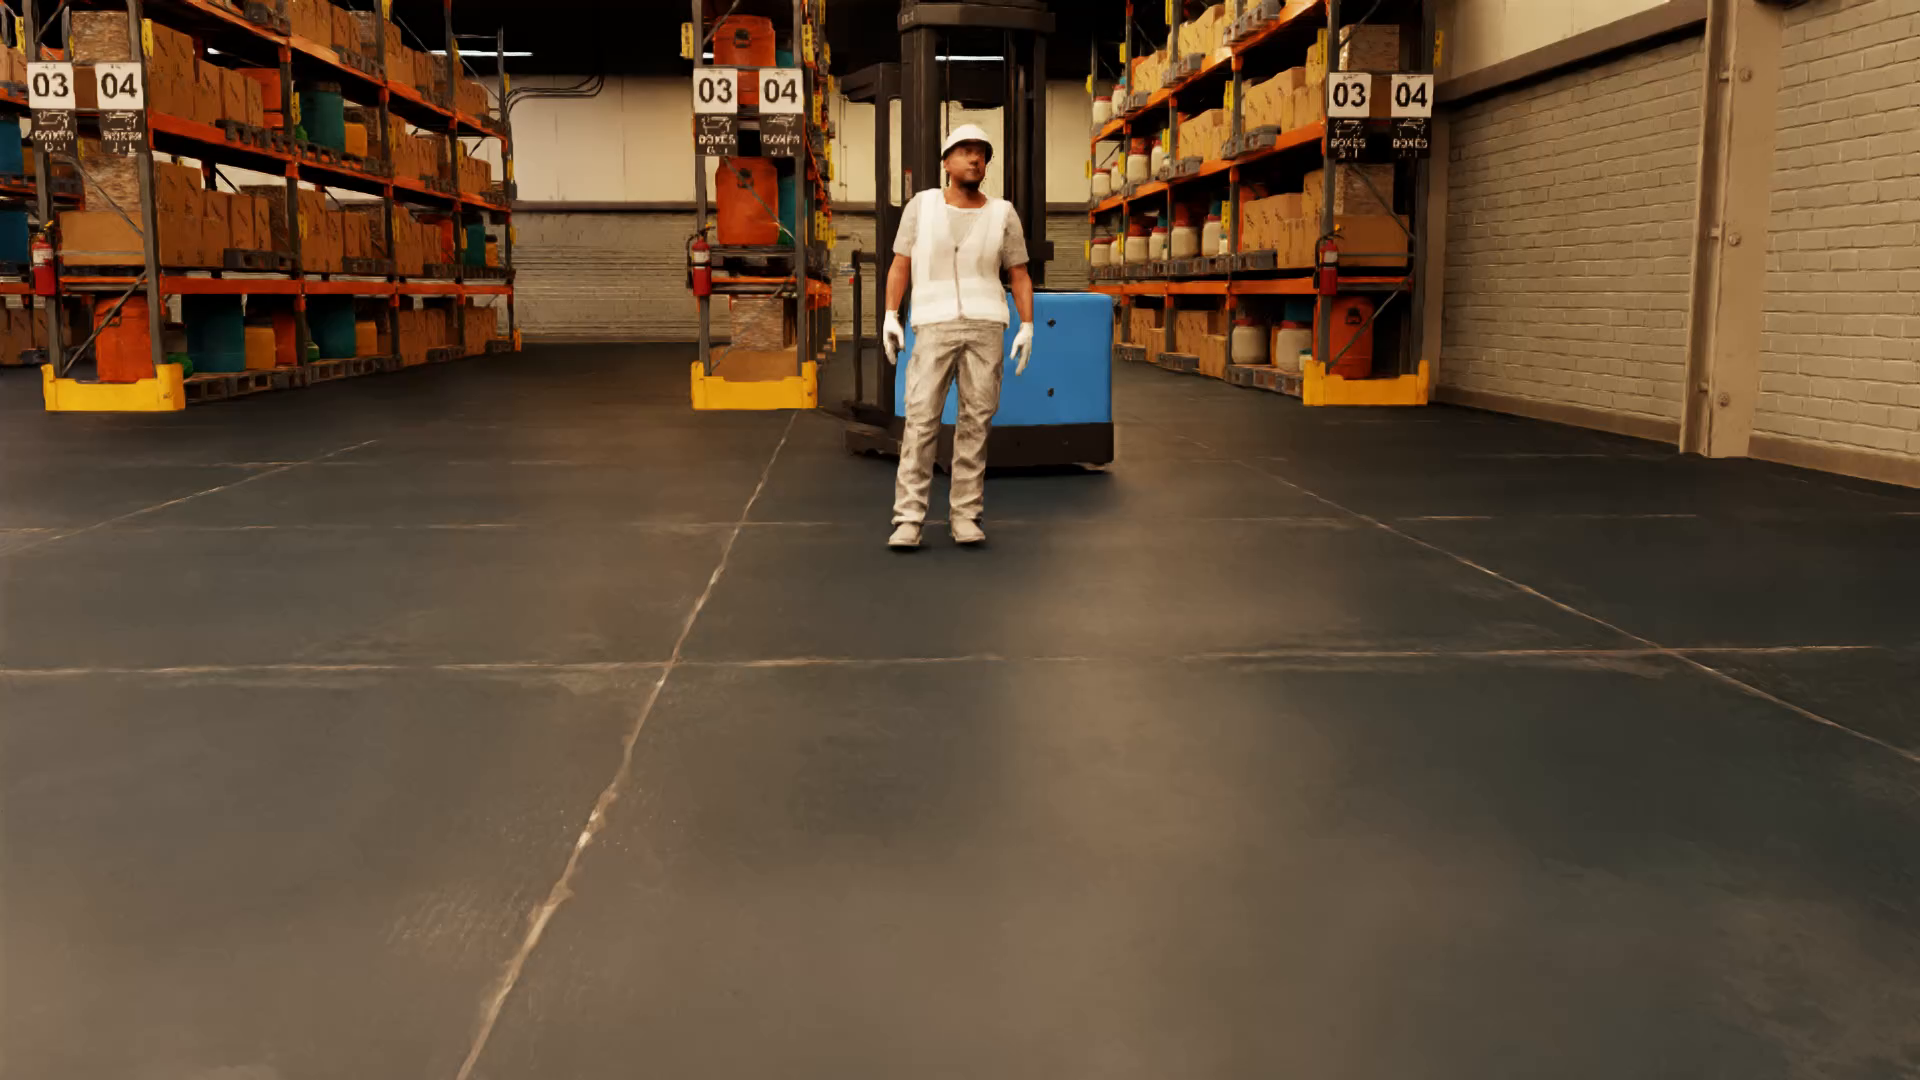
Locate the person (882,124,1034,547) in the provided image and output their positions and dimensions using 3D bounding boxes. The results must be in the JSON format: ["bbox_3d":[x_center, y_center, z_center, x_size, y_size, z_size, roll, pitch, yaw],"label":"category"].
[{"bbox_3d":[-0.003,-0.878,7.106,0.655,1.782,0.576,-1,8,-4],"label":"person"}]

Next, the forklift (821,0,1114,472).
[{"bbox_3d":[-0.122,-2.026,10.973,1.130,2.935,3.031,-4,9,-23],"label":"forklift"}]
